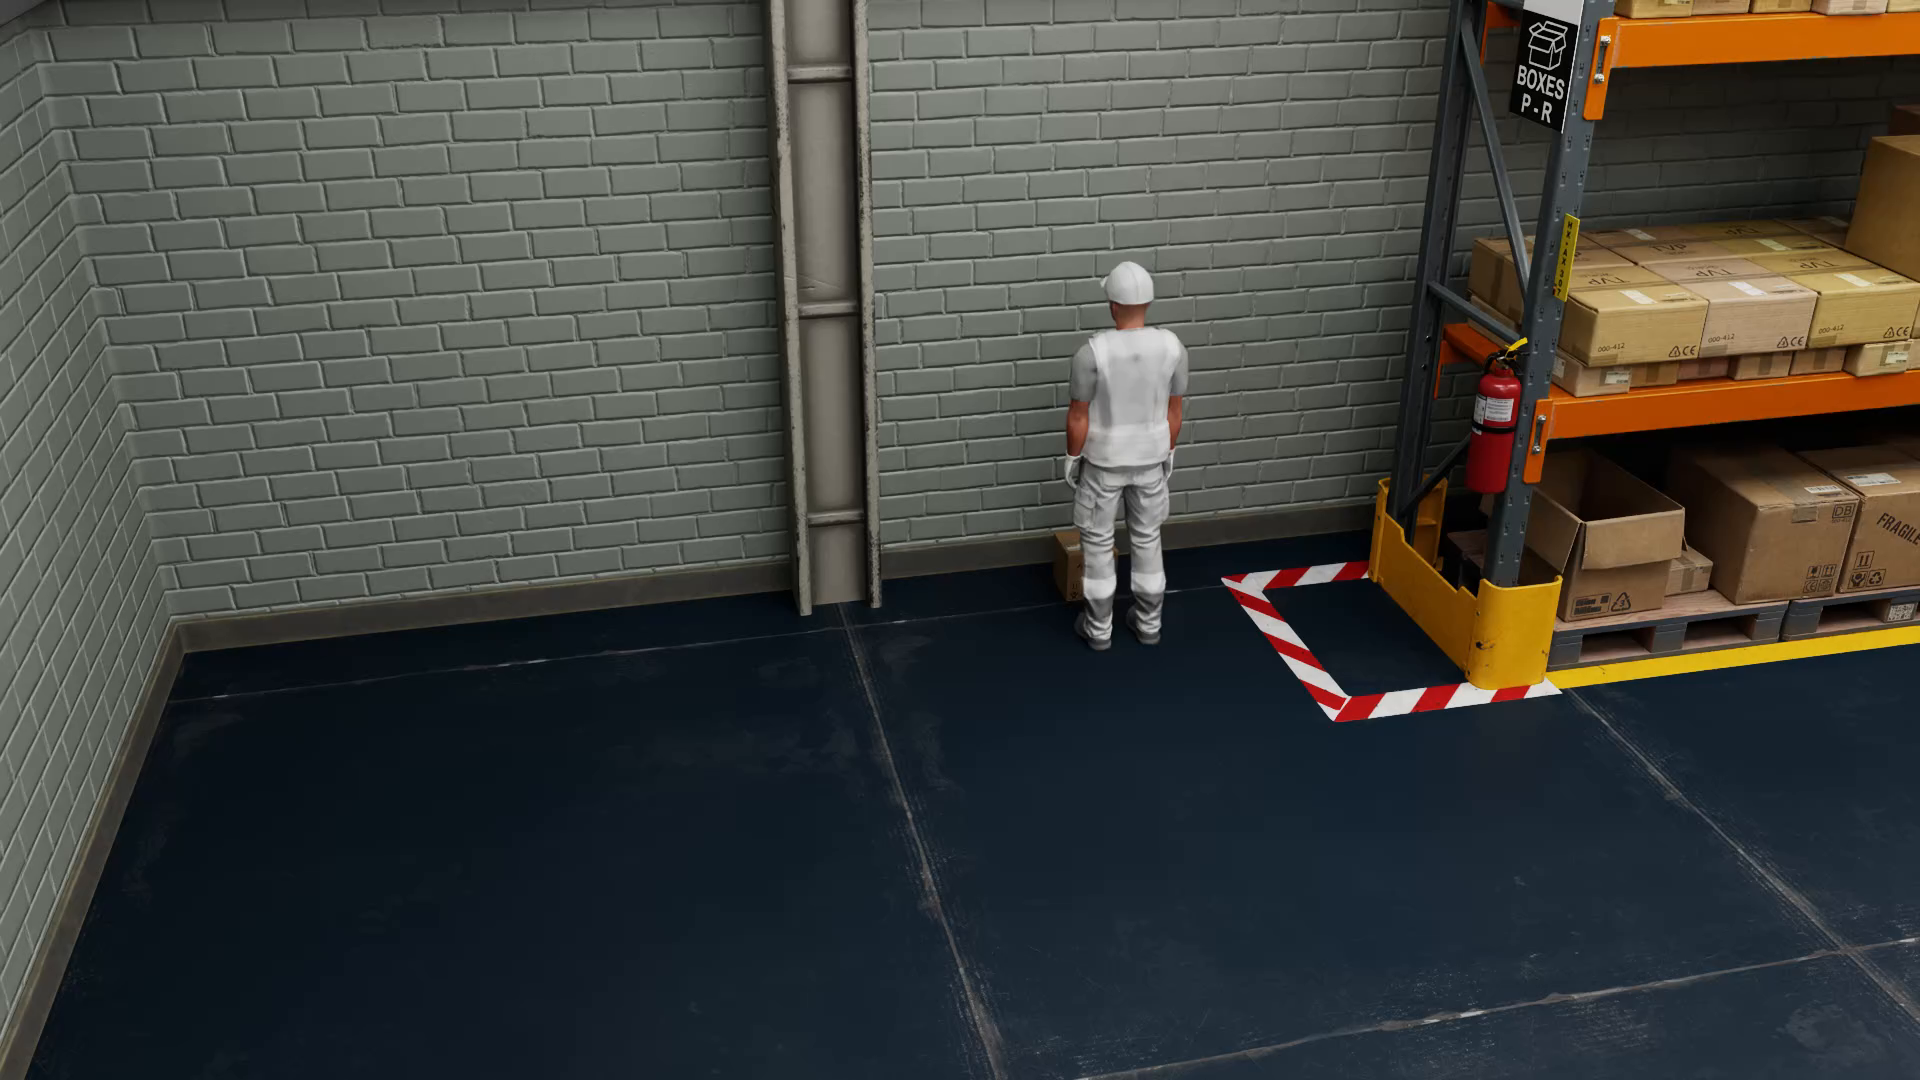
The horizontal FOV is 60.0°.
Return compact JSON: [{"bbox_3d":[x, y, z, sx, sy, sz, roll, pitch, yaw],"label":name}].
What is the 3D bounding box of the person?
[{"bbox_3d":[0.706,-0.333,7.312,0.518,1.737,0.340,-5,27,-10],"label":"person"}]
